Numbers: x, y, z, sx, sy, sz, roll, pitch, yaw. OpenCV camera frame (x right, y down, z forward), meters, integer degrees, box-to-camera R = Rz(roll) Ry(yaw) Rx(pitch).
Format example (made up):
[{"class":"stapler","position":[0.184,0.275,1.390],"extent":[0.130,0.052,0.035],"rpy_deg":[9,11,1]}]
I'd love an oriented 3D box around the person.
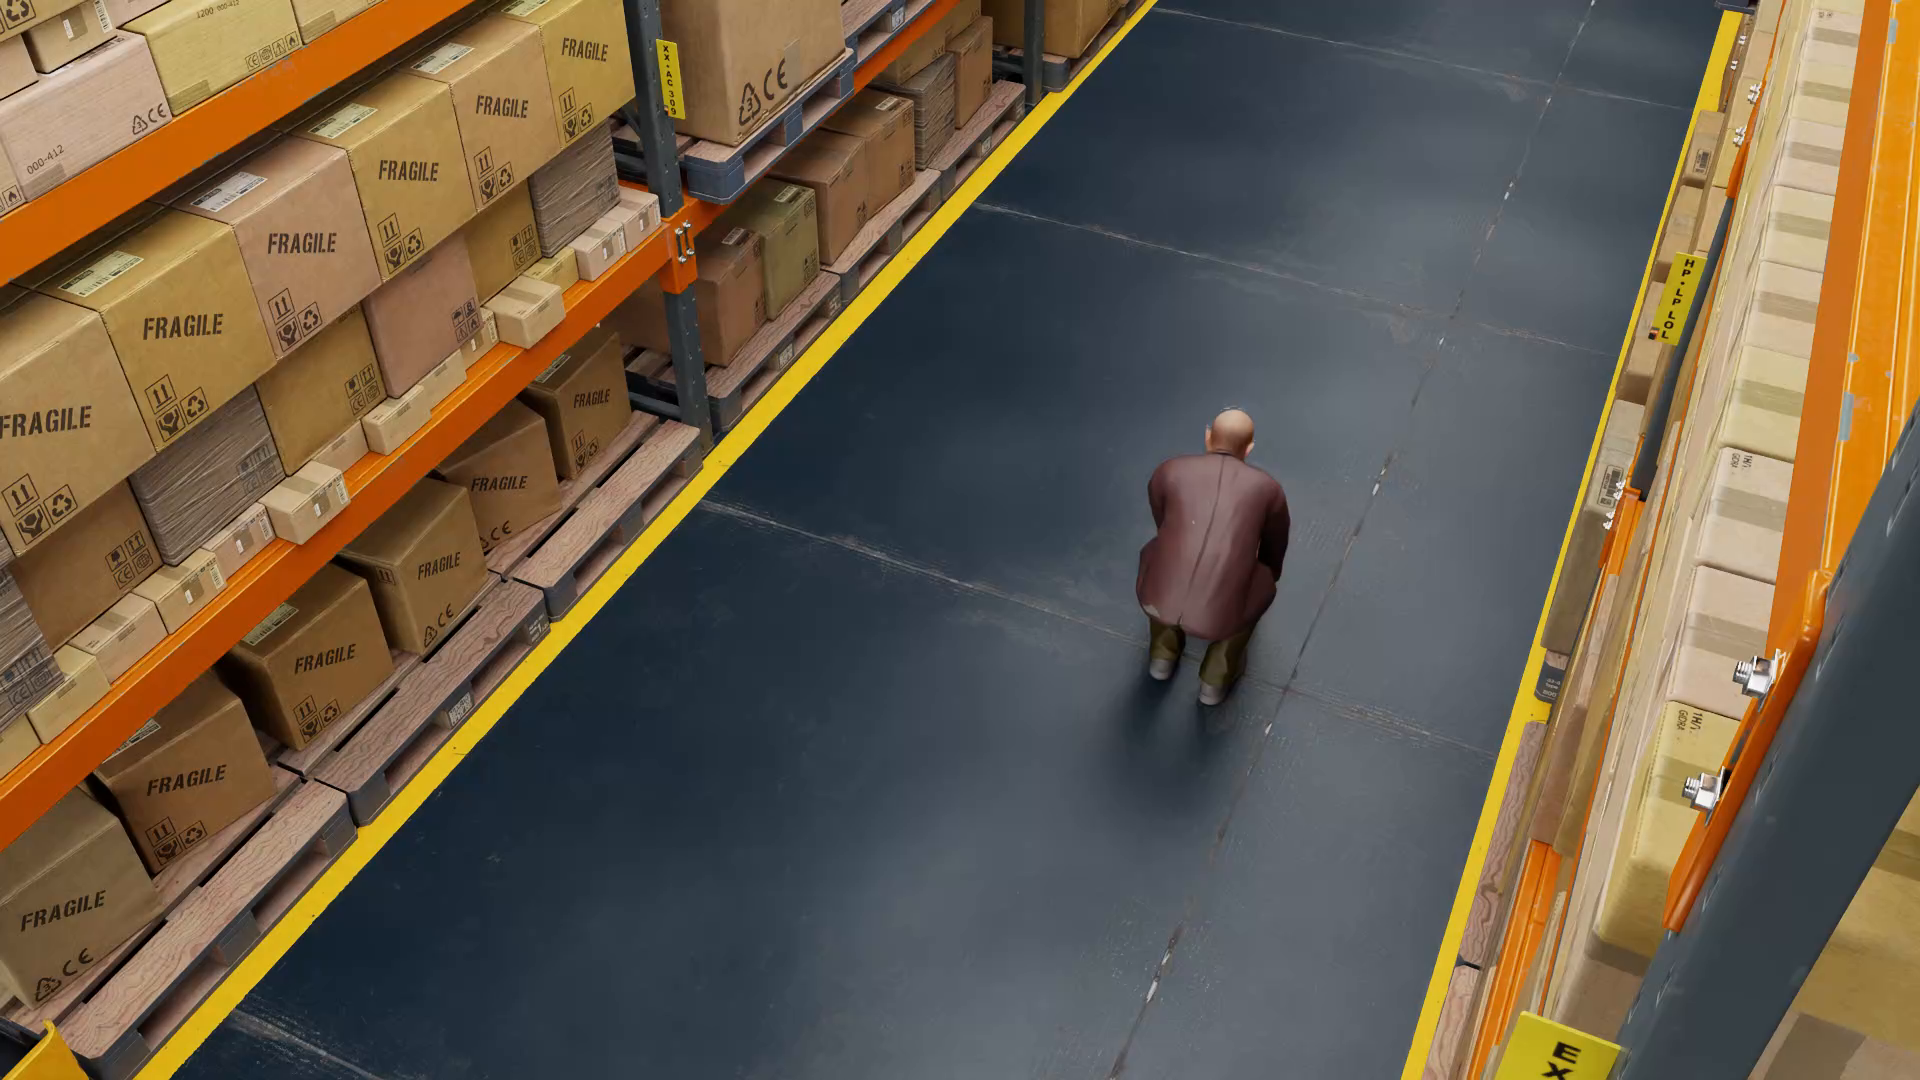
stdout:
[{"class":"person","position":[0.995,0.077,6.670],"extent":[0.610,1.002,0.900],"rpy_deg":[17,44,18]}]
